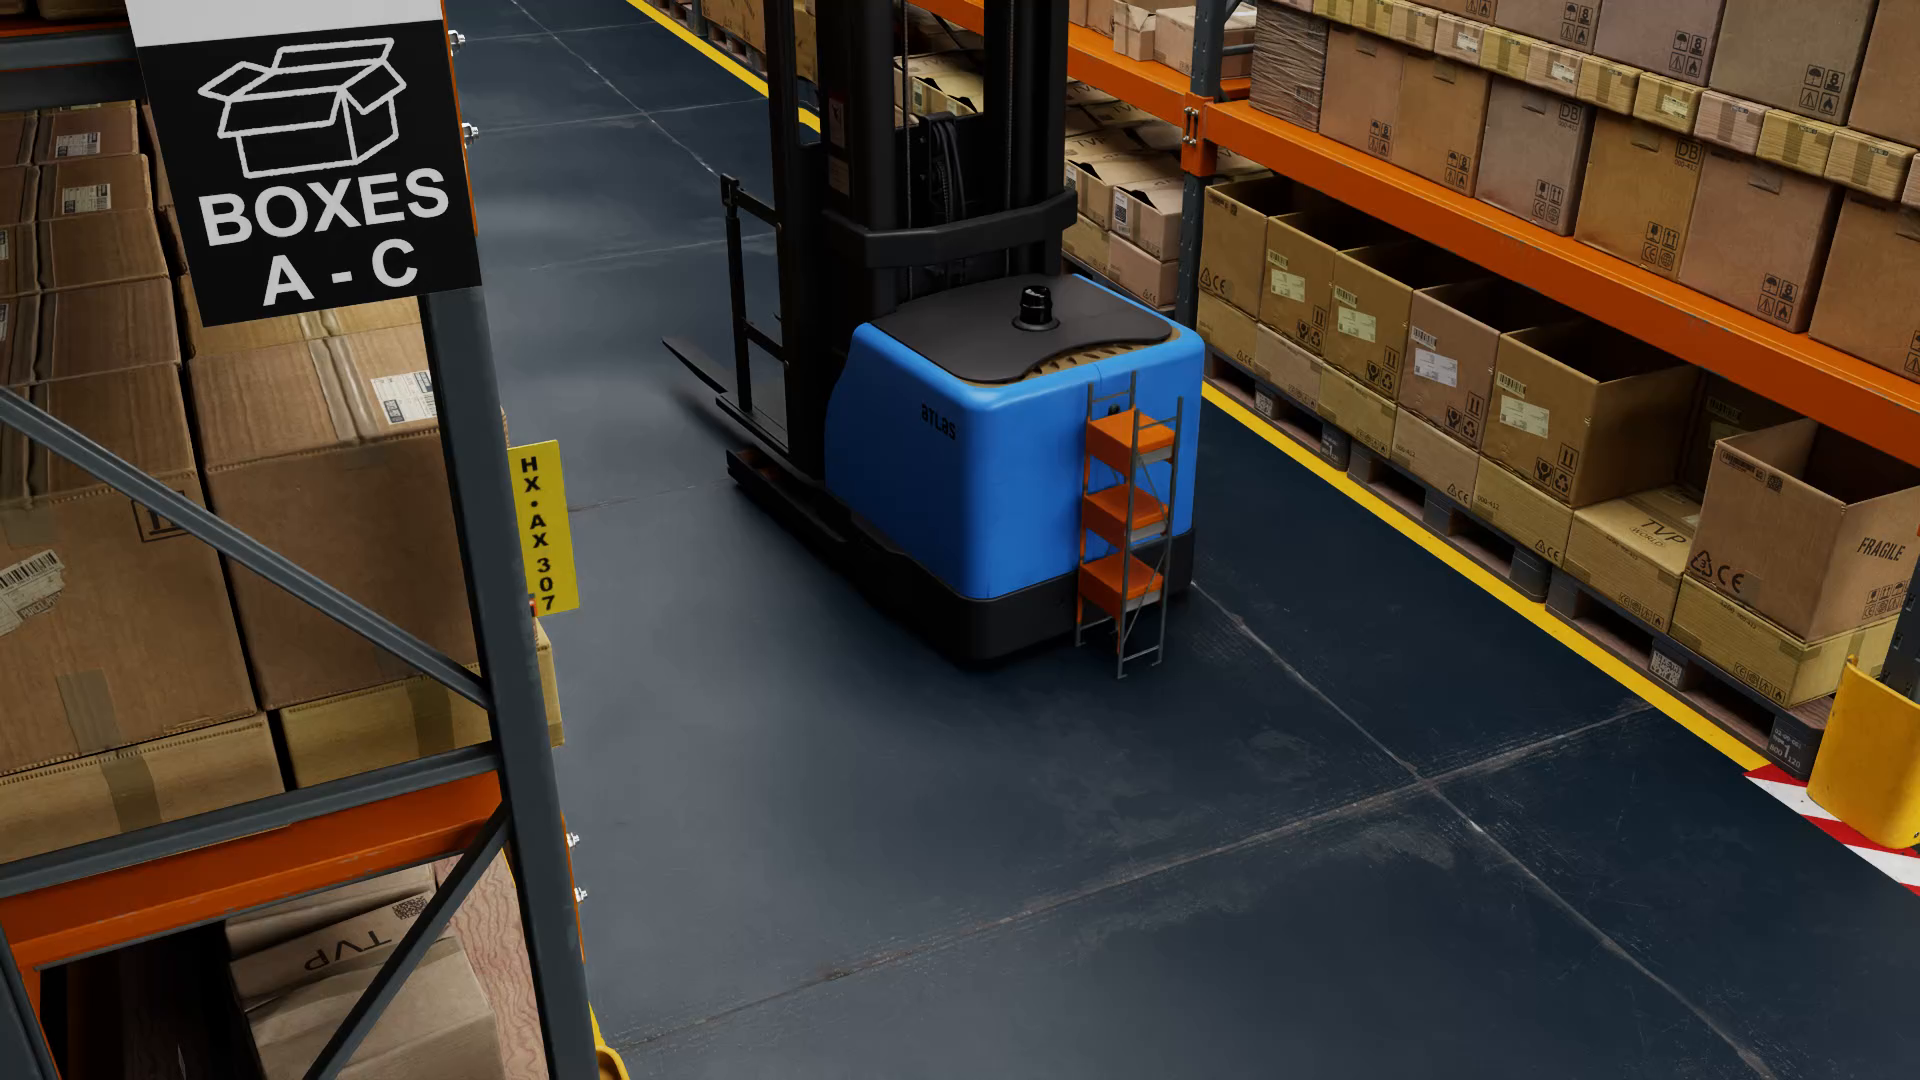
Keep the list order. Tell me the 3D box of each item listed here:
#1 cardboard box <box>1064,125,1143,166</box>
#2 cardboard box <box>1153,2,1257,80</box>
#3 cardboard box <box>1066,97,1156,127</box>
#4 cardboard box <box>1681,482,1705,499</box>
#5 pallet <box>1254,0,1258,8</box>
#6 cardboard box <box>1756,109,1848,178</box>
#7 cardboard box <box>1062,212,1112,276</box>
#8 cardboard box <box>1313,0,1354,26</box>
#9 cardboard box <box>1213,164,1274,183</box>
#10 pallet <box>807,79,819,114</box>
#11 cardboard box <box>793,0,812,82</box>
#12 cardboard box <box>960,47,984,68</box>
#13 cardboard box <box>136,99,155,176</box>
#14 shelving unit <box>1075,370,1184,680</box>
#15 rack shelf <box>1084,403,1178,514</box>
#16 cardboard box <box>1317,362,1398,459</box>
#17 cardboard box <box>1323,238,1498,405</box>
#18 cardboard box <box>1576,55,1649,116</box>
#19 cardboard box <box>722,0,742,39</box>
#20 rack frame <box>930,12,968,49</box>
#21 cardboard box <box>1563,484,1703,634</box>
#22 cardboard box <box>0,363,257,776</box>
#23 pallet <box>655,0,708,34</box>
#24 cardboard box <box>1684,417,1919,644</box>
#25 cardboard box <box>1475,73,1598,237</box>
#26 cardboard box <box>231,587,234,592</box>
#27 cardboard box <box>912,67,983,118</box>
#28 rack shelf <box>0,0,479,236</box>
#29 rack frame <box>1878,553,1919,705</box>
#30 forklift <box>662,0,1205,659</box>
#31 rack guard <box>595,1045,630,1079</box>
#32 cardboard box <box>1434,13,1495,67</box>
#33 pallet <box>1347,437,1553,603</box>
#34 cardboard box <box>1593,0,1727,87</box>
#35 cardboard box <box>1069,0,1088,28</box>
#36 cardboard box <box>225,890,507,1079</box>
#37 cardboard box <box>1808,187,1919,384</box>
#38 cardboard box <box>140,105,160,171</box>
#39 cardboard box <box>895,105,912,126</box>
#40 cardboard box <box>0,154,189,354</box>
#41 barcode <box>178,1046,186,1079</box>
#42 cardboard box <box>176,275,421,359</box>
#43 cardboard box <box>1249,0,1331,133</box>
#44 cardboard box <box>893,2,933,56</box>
[{"bbox_3d":[0.678,-2.128,9.286,0.500,0.311,0.500,-13,32,-22],"label":"cardboard box"},{"bbox_3d":[1.301,-2.474,8.249,0.500,0.250,0.500,-11,31,-19],"label":"cardboard box"},{"bbox_3d":[0.938,-2.473,9.903,0.500,0.311,0.500,-12,32,-21],"label":"cardboard box"},{"bbox_3d":[3.022,-0.052,6.157,0.500,0.250,0.500,-13,32,-22],"label":"cardboard box"},{"bbox_3d":[3.414,-4.798,15.091,1.003,0.211,1.213,-13,32,-22],"label":"pallet"},{"bbox_3d":[2.709,-1.248,5.143,0.380,0.149,0.250,-14,32,-23],"label":"cardboard box"},{"bbox_3d":[0.896,-1.661,9.028,0.500,0.250,0.500,-14,32,-23],"label":"cardboard box"},{"bbox_3d":[1.713,-2.274,6.973,0.380,0.149,0.250,-14,32,-23],"label":"cardboard box"},{"bbox_3d":[1.599,-1.795,8.692,0.500,0.311,0.500,-13,32,-22],"label":"cardboard box"},{"bbox_3d":[-0.452,-3.220,12.276,1.003,0.211,1.213,-13,32,-22],"label":"pallet"},{"bbox_3d":[-1.001,-3.792,12.552,0.500,0.500,0.500,-14,32,-24],"label":"cardboard box"},{"bbox_3d":[0.282,-3.147,11.104,0.500,0.311,0.500,-12,32,-21],"label":"cardboard box"},{"bbox_3d":[-2.907,-1.308,5.383,0.500,0.500,0.500,-14,32,-23],"label":"cardboard box"},{"bbox_3d":[0.574,-0.041,5.746,0.215,1.050,0.252,-18,35,-29],"label":"shelving unit"},{"bbox_3d":[0.577,-0.278,5.609,0.215,0.259,0.240,-18,35,-29],"label":"rack shelf"},{"bbox_3d":[1.897,-0.603,7.140,0.500,0.250,0.500,-13,32,-22],"label":"cardboard box"},{"bbox_3d":[1.898,-0.930,6.957,0.500,0.500,0.500,-13,32,-22],"label":"cardboard box"},{"bbox_3d":[2.376,-1.591,5.755,0.380,0.149,0.250,-12,32,-21],"label":"cardboard box"},{"bbox_3d":[-1.656,-4.469,13.758,0.500,0.500,0.500,-13,32,-21],"label":"cardboard box"},{"bbox_3d":[-0.165,-4.098,10.992,1.000,3.000,0.127,-13,32,-22],"label":"rack frame"},{"bbox_3d":[2.546,0.059,5.960,0.500,0.250,0.500,-13,32,-22],"label":"cardboard box"},{"bbox_3d":[-1.598,0.044,2.972,0.500,0.500,0.500,-13,32,-23],"label":"cardboard box"},{"bbox_3d":[-2.177,-4.952,15.366,1.003,0.211,1.213,-13,32,-22],"label":"pallet"},{"bbox_3d":[2.770,-0.050,5.387,0.500,0.500,0.500,-13,32,-22],"label":"cardboard box"},{"bbox_3d":[2.413,-1.500,6.256,0.700,0.500,0.500,-12,31,-21],"label":"cardboard box"},{"bbox_3d":[-1.811,0.141,3.565,0.500,0.250,0.500,-12,31,-21],"label":"cardboard box"},{"bbox_3d":[0.027,-2.803,10.491,0.500,0.311,0.500,-14,32,-23],"label":"cardboard box"},{"bbox_3d":[-2.062,-1.401,3.849,1.077,0.370,4.000,-13,32,-22],"label":"rack shelf"},{"bbox_3d":[3.269,-0.564,4.689,1.000,3.000,0.127,-13,32,-22],"label":"rack frame"},{"bbox_3d":[-0.341,-1.536,6.492,1.130,2.935,3.031,-18,34,-28],"label":"forklift"},{"bbox_3d":[-1.236,1.534,3.503,1.175,0.500,0.348,-13,32,-22],"label":"rack guard"},{"bbox_3d":[2.049,-1.930,6.359,0.380,0.149,0.250,-14,32,-23],"label":"cardboard box"},{"bbox_3d":[2.383,-0.215,6.918,1.003,0.211,1.213,-13,32,-22],"label":"pallet"},{"bbox_3d":[2.610,-1.860,5.571,0.700,0.500,0.500,-13,32,-22],"label":"cardboard box"},{"bbox_3d":[0.796,-3.171,9.237,0.500,0.500,0.500,-13,32,-22],"label":"cardboard box"},{"bbox_3d":[-1.419,1.134,3.960,0.500,0.311,0.500,-17,33,-28],"label":"cardboard box"},{"bbox_3d":[3.080,-0.817,5.037,0.700,0.500,0.500,-13,32,-22],"label":"cardboard box"},{"bbox_3d":[-2.012,-0.972,4.783,0.500,0.500,0.500,-14,32,-23],"label":"cardboard box"},{"bbox_3d":[-0.206,-2.789,11.039,0.500,0.250,0.500,-13,32,-22],"label":"cardboard box"},{"bbox_3d":[-2.247,-0.631,4.174,0.500,0.500,0.500,-13,32,-21],"label":"cardboard box"},{"bbox_3d":[-1.788,1.206,3.823,0.001,0.075,0.075,-13,32,-22],"label":"barcode"},{"bbox_3d":[-1.340,-0.287,3.562,0.500,0.500,0.500,-13,32,-22],"label":"cardboard box"},{"bbox_3d":[1.748,-2.180,7.469,0.700,0.500,0.500,-14,32,-23],"label":"cardboard box"},{"bbox_3d":[-0.333,-3.691,12.371,0.500,0.500,0.500,-14,32,-24],"label":"cardboard box"}]
